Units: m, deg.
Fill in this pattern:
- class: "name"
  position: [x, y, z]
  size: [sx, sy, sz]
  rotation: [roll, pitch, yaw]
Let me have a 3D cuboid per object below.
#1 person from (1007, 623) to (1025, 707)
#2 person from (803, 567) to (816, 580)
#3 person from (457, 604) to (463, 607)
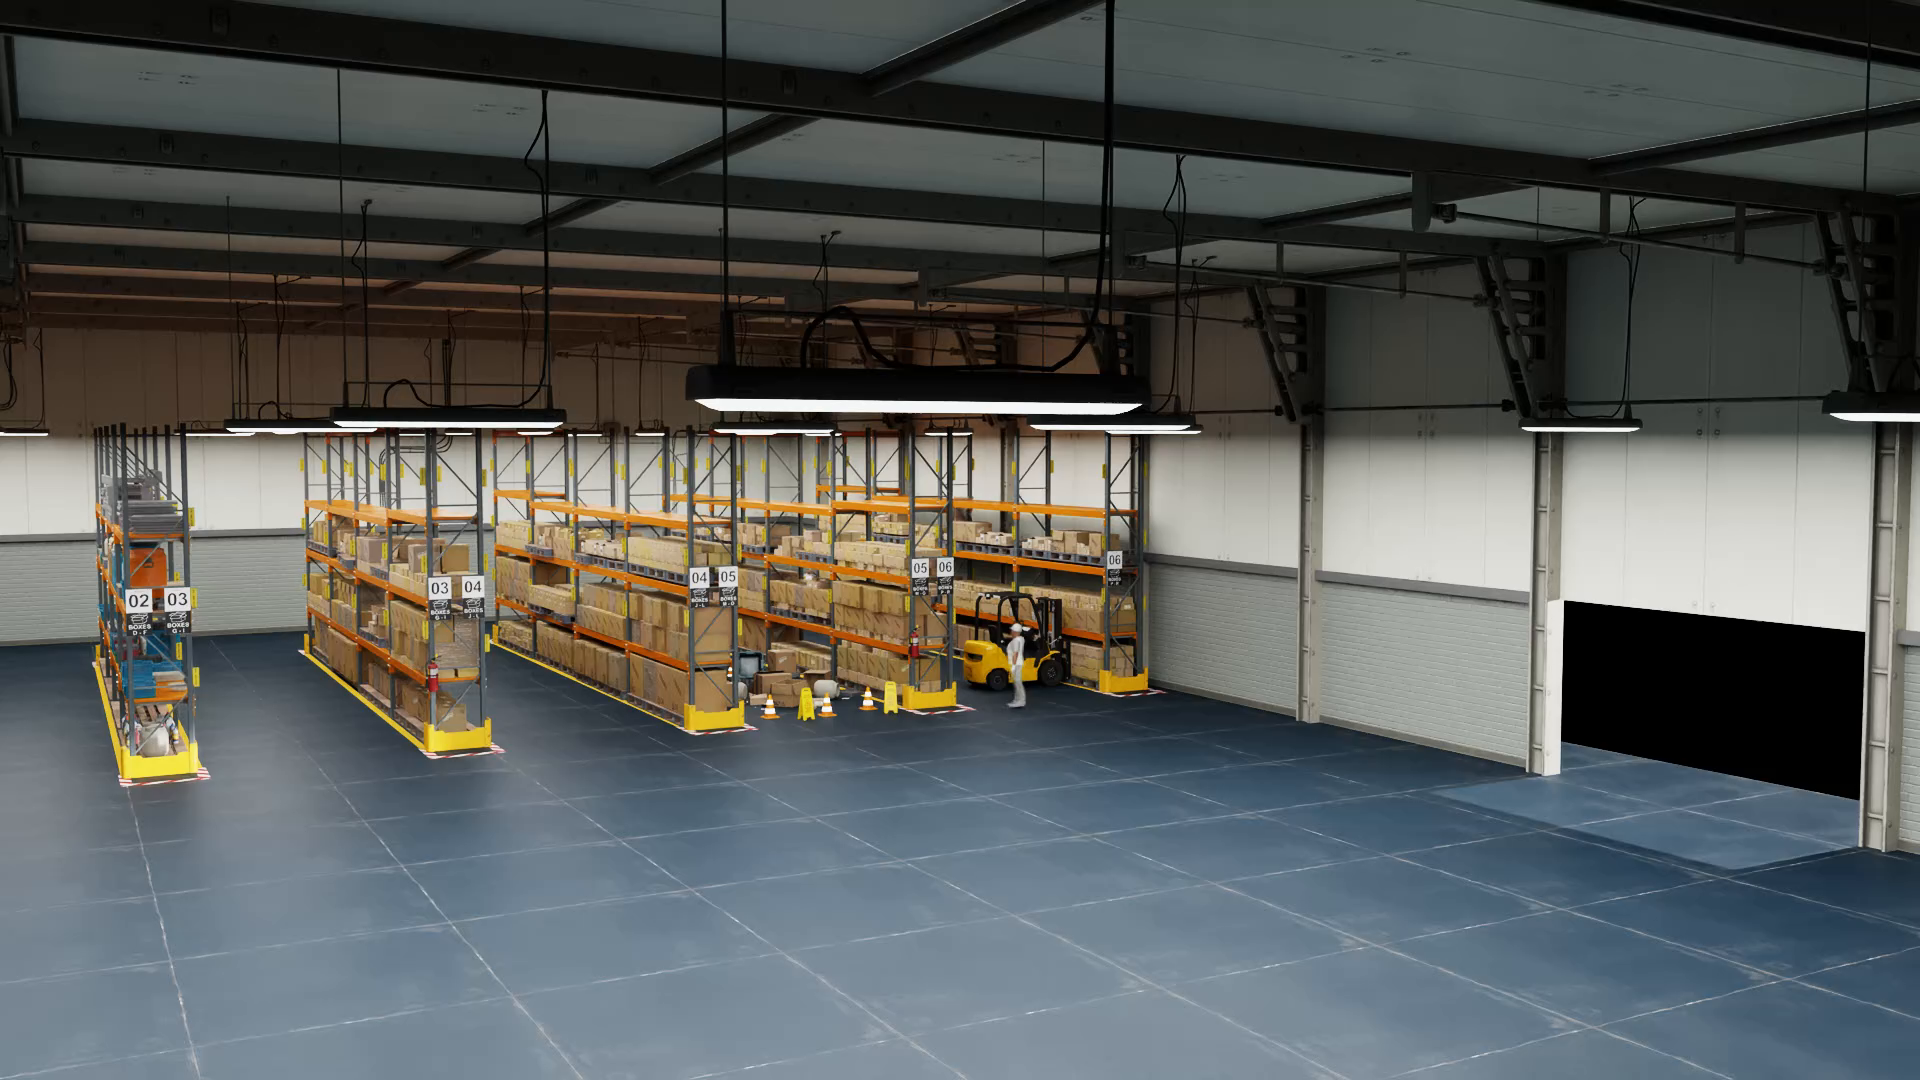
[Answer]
- class: "person"
  position: [1.187, 2.681, 35.536]
  size: [0.398, 1.805, 0.640]
  rotation: [0, 3, -4]
- class: "person"
  position: [-4.771, 1.680, 52.665]
  size: [0.595, 1.795, 0.519]
  rotation: [0, 3, 6]
- class: "person"
  position: [-14.315, 2.044, 47.542]
  size: [0.582, 1.585, 0.948]
  rotation: [-1, 4, -13]
